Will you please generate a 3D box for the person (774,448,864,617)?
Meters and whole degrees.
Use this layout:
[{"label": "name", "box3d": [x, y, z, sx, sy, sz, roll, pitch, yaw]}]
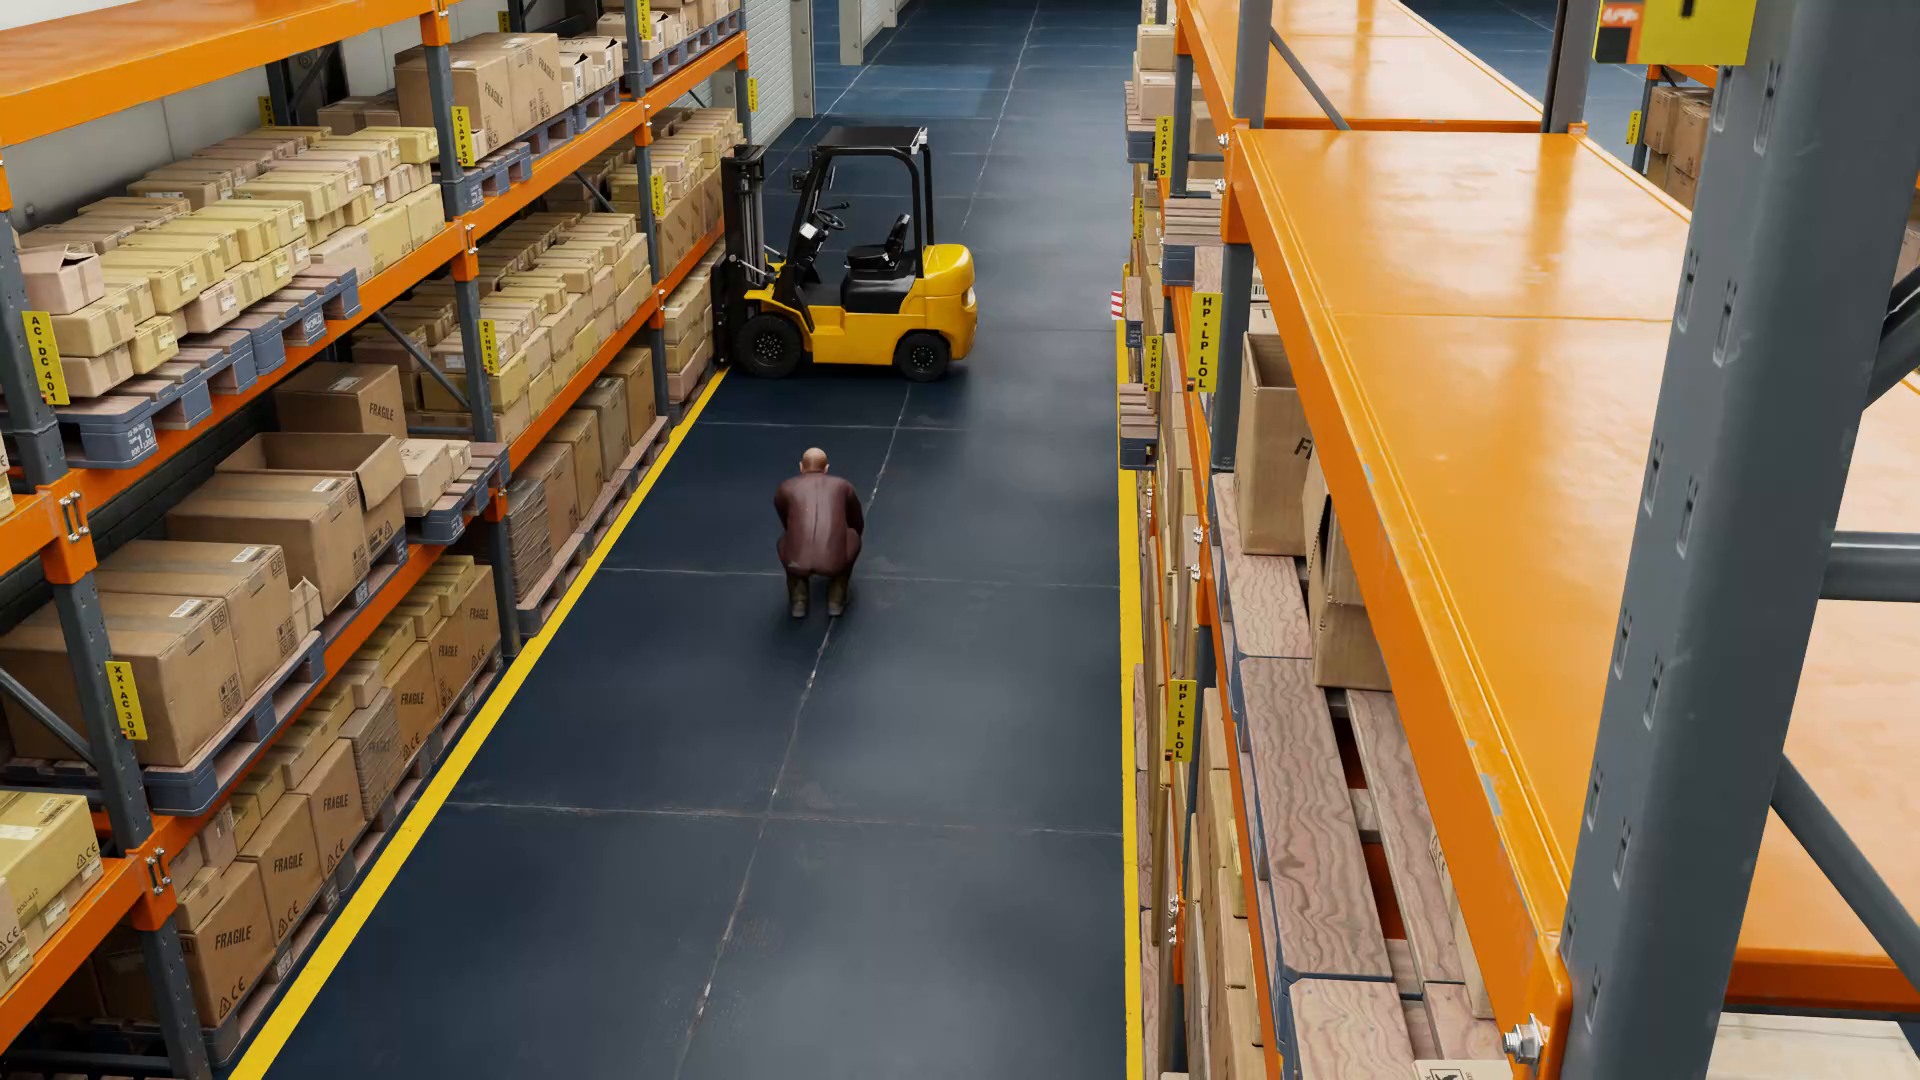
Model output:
[{"label": "person", "box3d": [-0.948, -0.043, 11.113, 0.607, 0.980, 0.894, 2, 24, 4]}]
